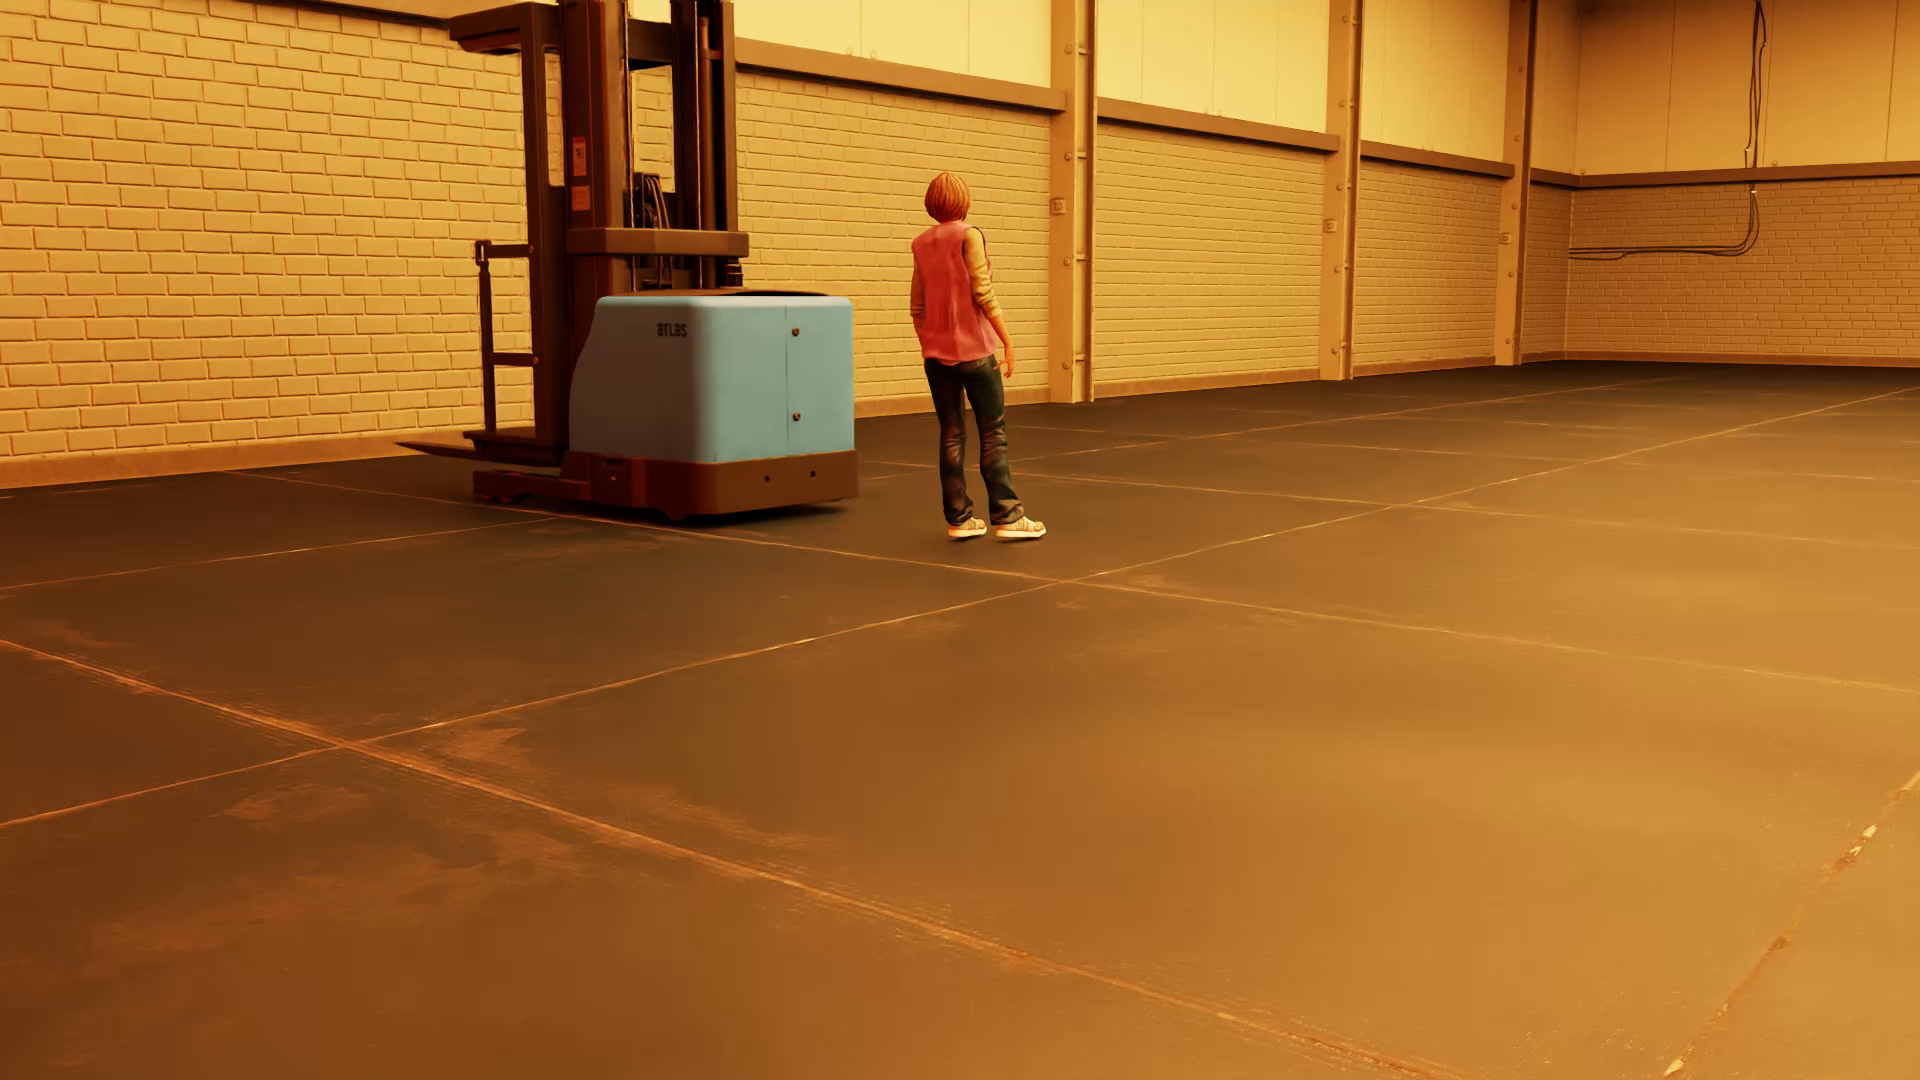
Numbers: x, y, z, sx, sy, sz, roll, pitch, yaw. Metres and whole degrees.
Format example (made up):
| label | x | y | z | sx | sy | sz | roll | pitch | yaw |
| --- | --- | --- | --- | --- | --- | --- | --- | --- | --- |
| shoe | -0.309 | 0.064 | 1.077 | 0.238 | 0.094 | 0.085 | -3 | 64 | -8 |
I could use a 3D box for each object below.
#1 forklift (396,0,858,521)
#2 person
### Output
| label | x | y | z | sx | sy | sz | roll | pitch | yaw |
| --- | --- | --- | --- | --- | --- | --- | --- | --- | --- |
| forklift | -1.957 | -1.691 | 8.835 | 3.031 | 2.935 | 1.130 | 7 | 11 | 41 |
| person | 0.058 | -0.805 | 7.336 | 0.519 | 1.598 | 0.475 | 7 | 11 | 38 |
